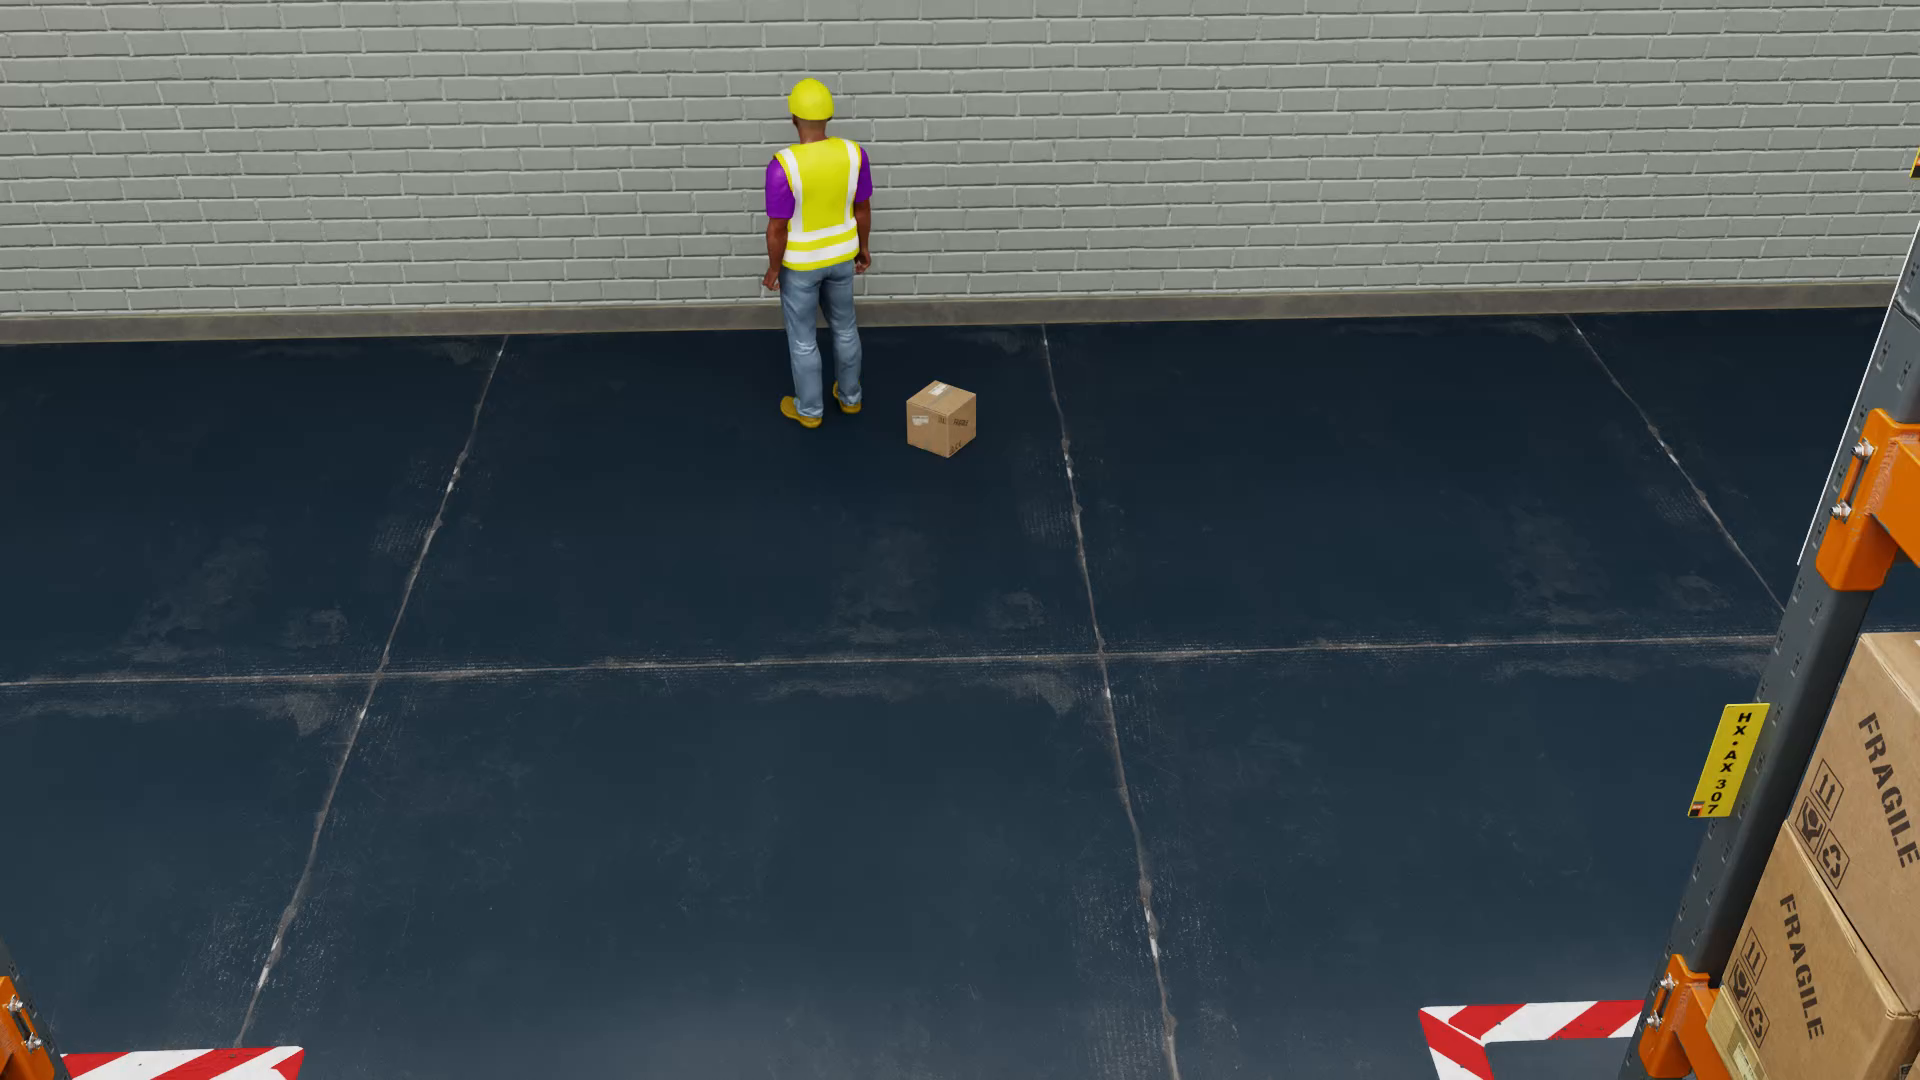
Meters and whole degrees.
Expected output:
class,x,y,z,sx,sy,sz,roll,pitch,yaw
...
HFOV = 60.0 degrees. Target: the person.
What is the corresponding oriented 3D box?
class,x,y,z,sx,sy,sz,roll,pitch,yaw
person,-0.704,-1.387,8.101,0.564,1.771,0.390,-18,39,-24
